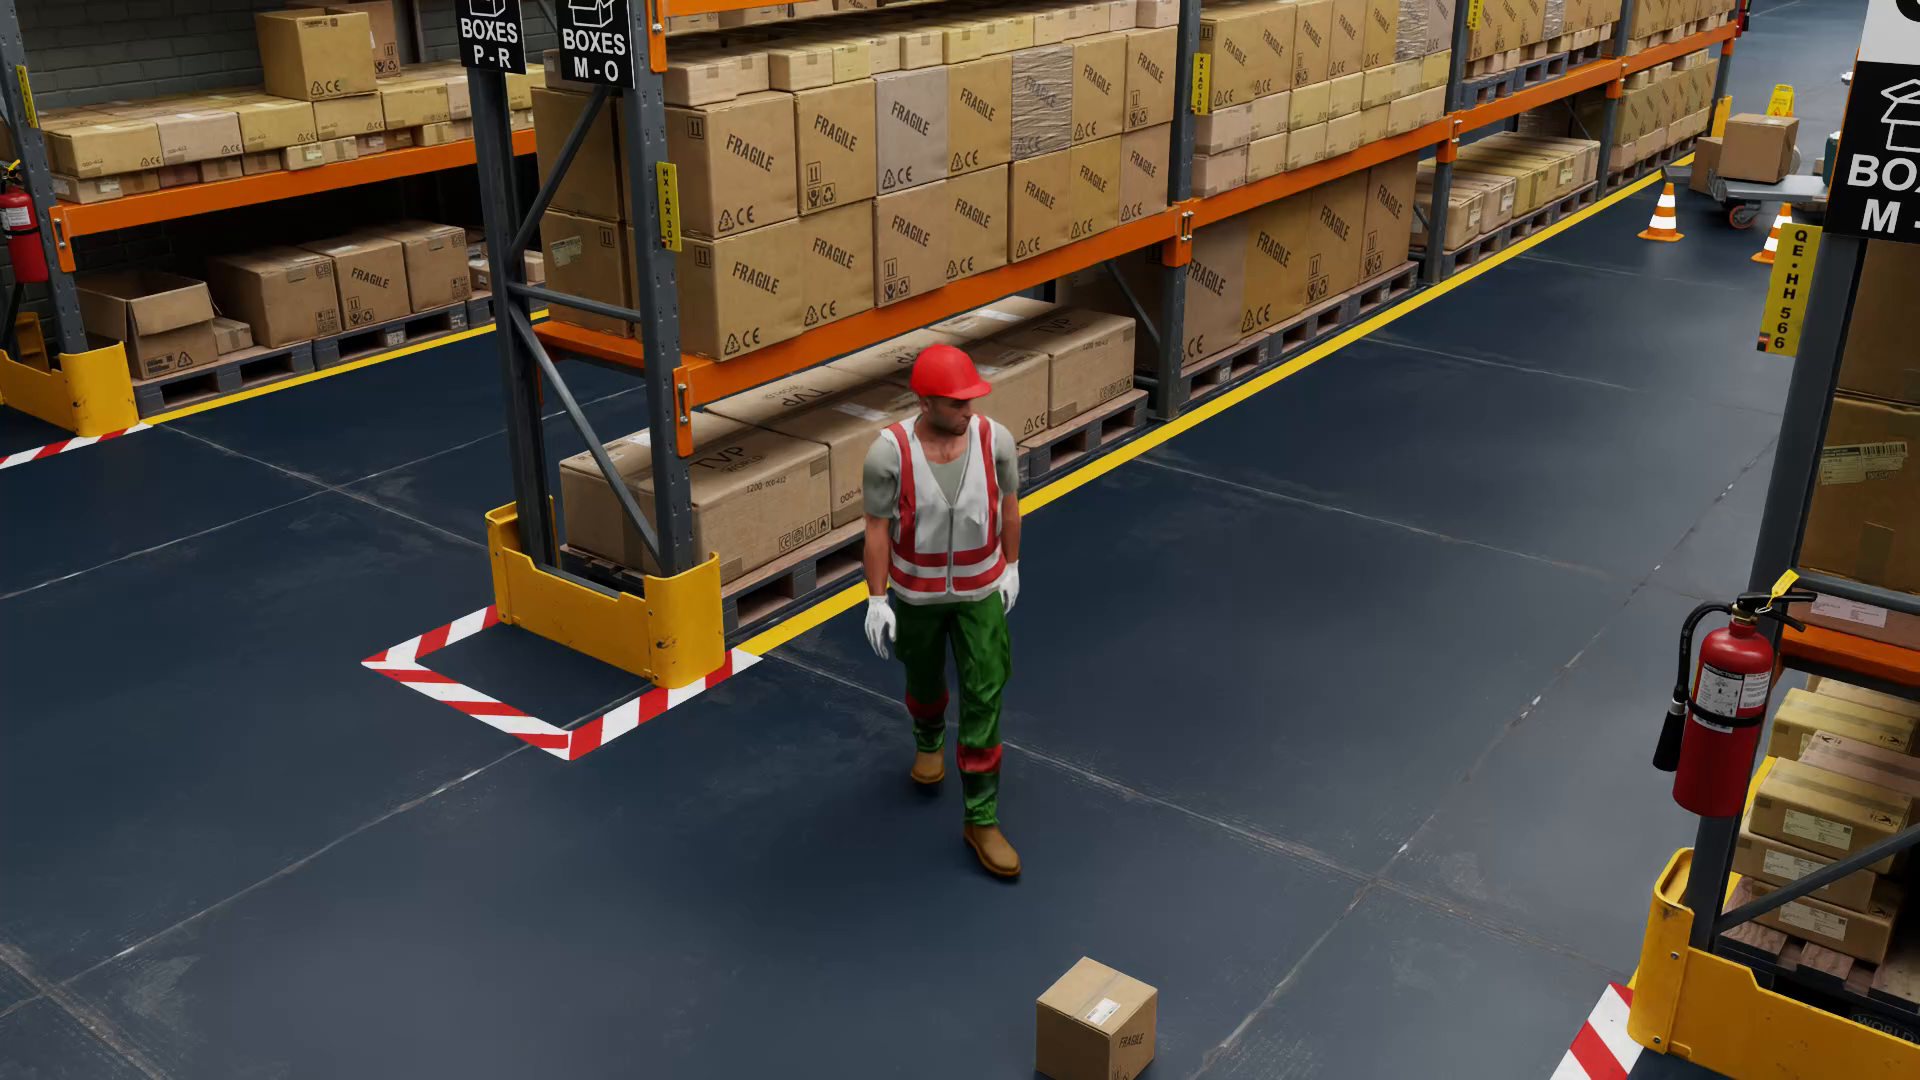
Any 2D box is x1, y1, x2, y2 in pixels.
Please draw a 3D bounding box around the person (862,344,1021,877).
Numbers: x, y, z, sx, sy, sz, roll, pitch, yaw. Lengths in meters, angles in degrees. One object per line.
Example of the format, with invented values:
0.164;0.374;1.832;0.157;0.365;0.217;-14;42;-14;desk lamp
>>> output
-0.053;0.177;5.638;0.550;1.765;0.840;-2;23;-5;person
